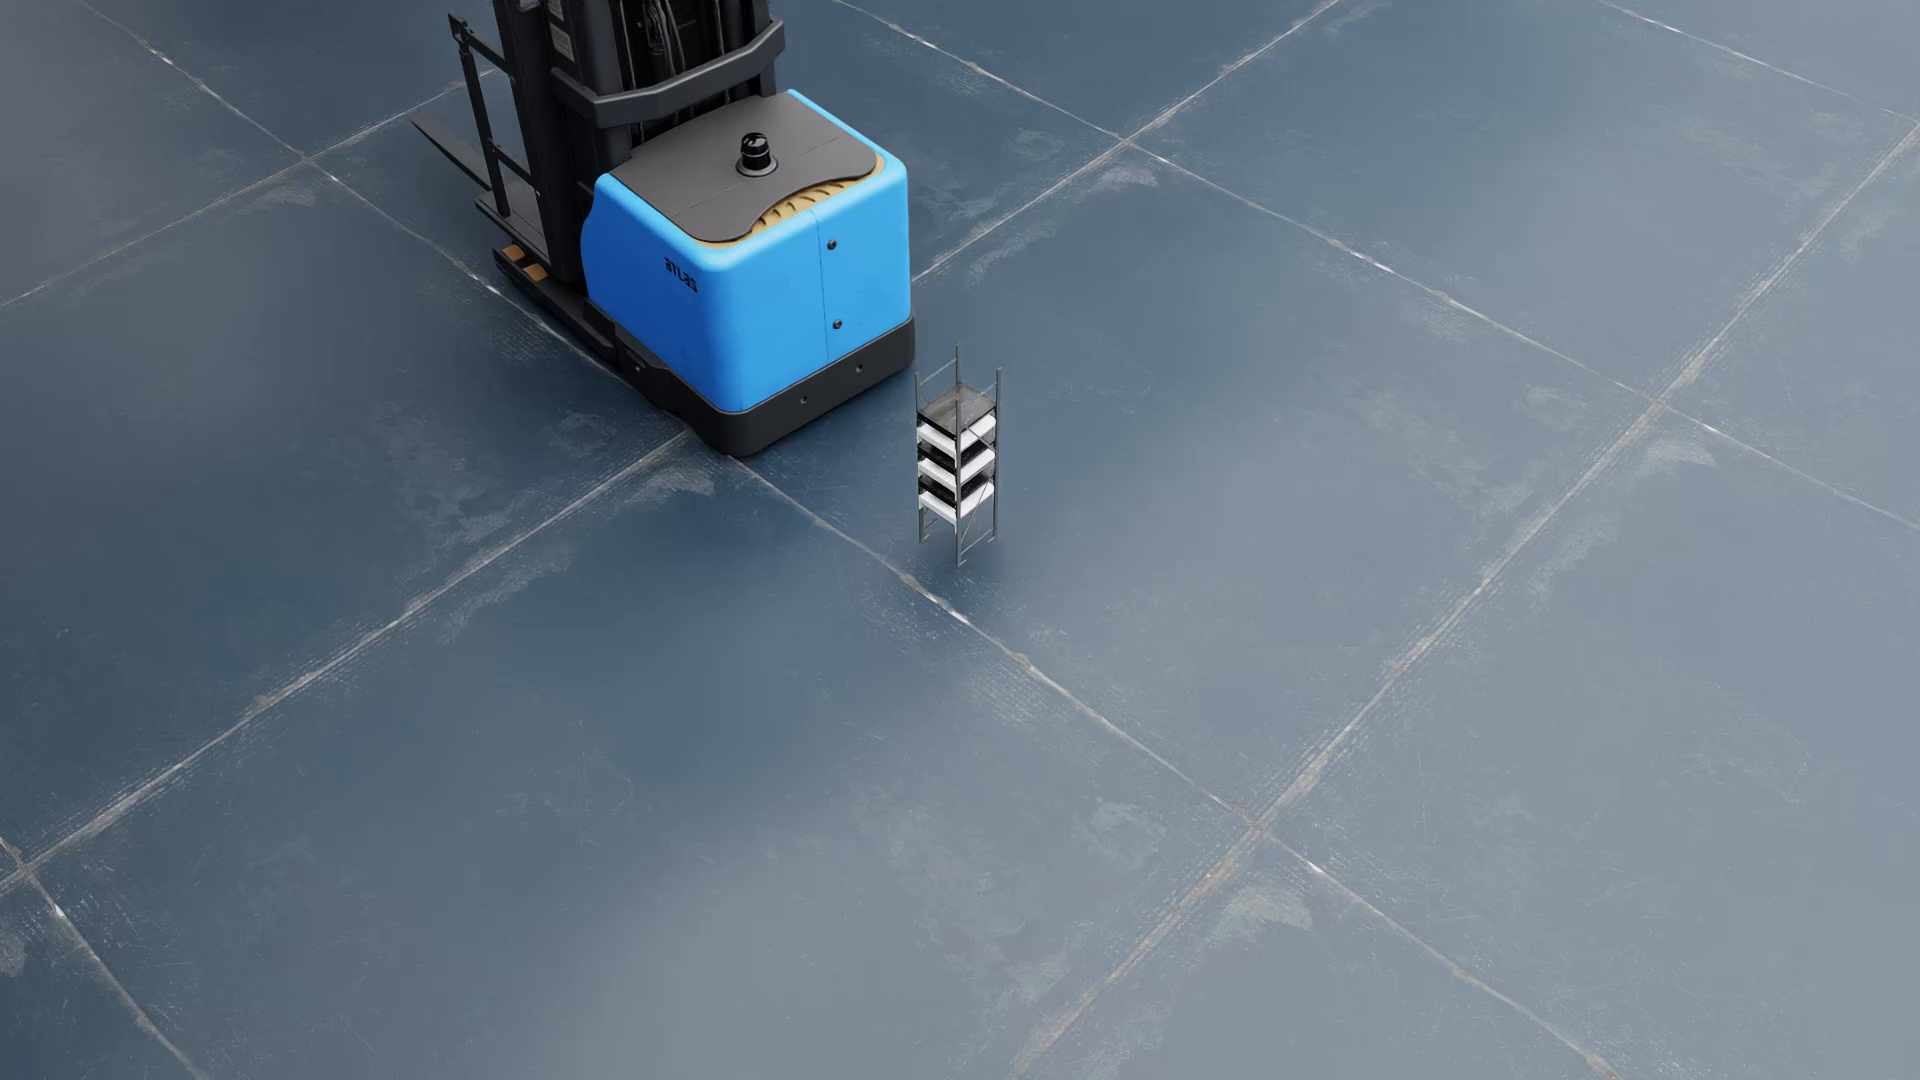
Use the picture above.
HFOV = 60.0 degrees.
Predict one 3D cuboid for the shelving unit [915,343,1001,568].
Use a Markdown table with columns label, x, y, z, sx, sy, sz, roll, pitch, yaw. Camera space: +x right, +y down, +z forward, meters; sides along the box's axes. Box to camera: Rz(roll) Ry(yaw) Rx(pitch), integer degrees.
| label | x | y | z | sx | sy | sz | roll | pitch | yaw |
| --- | --- | --- | --- | --- | --- | --- | --- | --- | --- |
| shelving unit | -0.006 | -0.312 | 6.426 | 0.210 | 0.900 | 0.258 | 34 | 55 | 28 |

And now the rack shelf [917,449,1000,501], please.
| label | x | y | z | sx | sy | sz | roll | pitch | yaw |
| --- | --- | --- | --- | --- | --- | --- | --- | --- | --- |
| rack shelf | -0.006 | -0.289 | 6.450 | 0.200 | 0.077 | 0.258 | 34 | 55 | 28 |

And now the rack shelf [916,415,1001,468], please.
| label | x | y | z | sx | sy | sz | roll | pitch | yaw |
| --- | --- | --- | --- | --- | --- | --- | --- | --- | --- |
| rack shelf | -0.006 | -0.412 | 6.319 | 0.200 | 0.077 | 0.258 | 34 | 55 | 28 |

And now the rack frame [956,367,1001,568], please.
| label | x | y | z | sx | sy | sz | roll | pitch | yaw |
| --- | --- | --- | --- | --- | --- | --- | --- | --- | --- |
| rack frame | 0.069 | -0.262 | 6.379 | 0.006 | 0.900 | 0.240 | 34 | 55 | 28 |

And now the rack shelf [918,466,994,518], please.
| label | x | y | z | sx | sy | sz | roll | pitch | yaw |
| --- | --- | --- | --- | --- | --- | --- | --- | --- | --- |
| rack shelf | -0.006 | -0.228 | 6.516 | 0.200 | 0.077 | 0.258 | 34 | 55 | 28 |

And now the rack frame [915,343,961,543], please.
| label | x | y | z | sx | sy | sz | roll | pitch | yaw |
| --- | --- | --- | --- | --- | --- | --- | --- | --- | --- |
| rack frame | -0.081 | -0.362 | 6.473 | 0.006 | 0.900 | 0.240 | 34 | 55 | 28 |

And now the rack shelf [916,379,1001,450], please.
| label | x | y | z | sx | sy | sz | roll | pitch | yaw |
| --- | --- | --- | --- | --- | --- | --- | --- | --- | --- |
| rack shelf | -0.006 | -0.474 | 6.253 | 0.200 | 0.077 | 0.258 | 34 | 55 | 28 |

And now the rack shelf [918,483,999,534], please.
| label | x | y | z | sx | sy | sz | roll | pitch | yaw |
| --- | --- | --- | --- | --- | --- | --- | --- | --- | --- |
| rack shelf | -0.006 | -0.166 | 6.581 | 0.200 | 0.077 | 0.258 | 34 | 55 | 28 |

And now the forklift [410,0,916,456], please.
| label | x | y | z | sx | sy | sz | roll | pitch | yaw |
| --- | --- | --- | --- | --- | --- | --- | --- | --- | --- |
| forklift | -1.552 | -2.351 | 6.947 | 1.130 | 2.935 | 3.031 | -33 | 55 | -27 |

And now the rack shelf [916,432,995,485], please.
| label | x | y | z | sx | sy | sz | roll | pitch | yaw |
| --- | --- | --- | --- | --- | --- | --- | --- | --- | --- |
| rack shelf | -0.006 | -0.351 | 6.384 | 0.200 | 0.077 | 0.258 | 34 | 55 | 28 |
